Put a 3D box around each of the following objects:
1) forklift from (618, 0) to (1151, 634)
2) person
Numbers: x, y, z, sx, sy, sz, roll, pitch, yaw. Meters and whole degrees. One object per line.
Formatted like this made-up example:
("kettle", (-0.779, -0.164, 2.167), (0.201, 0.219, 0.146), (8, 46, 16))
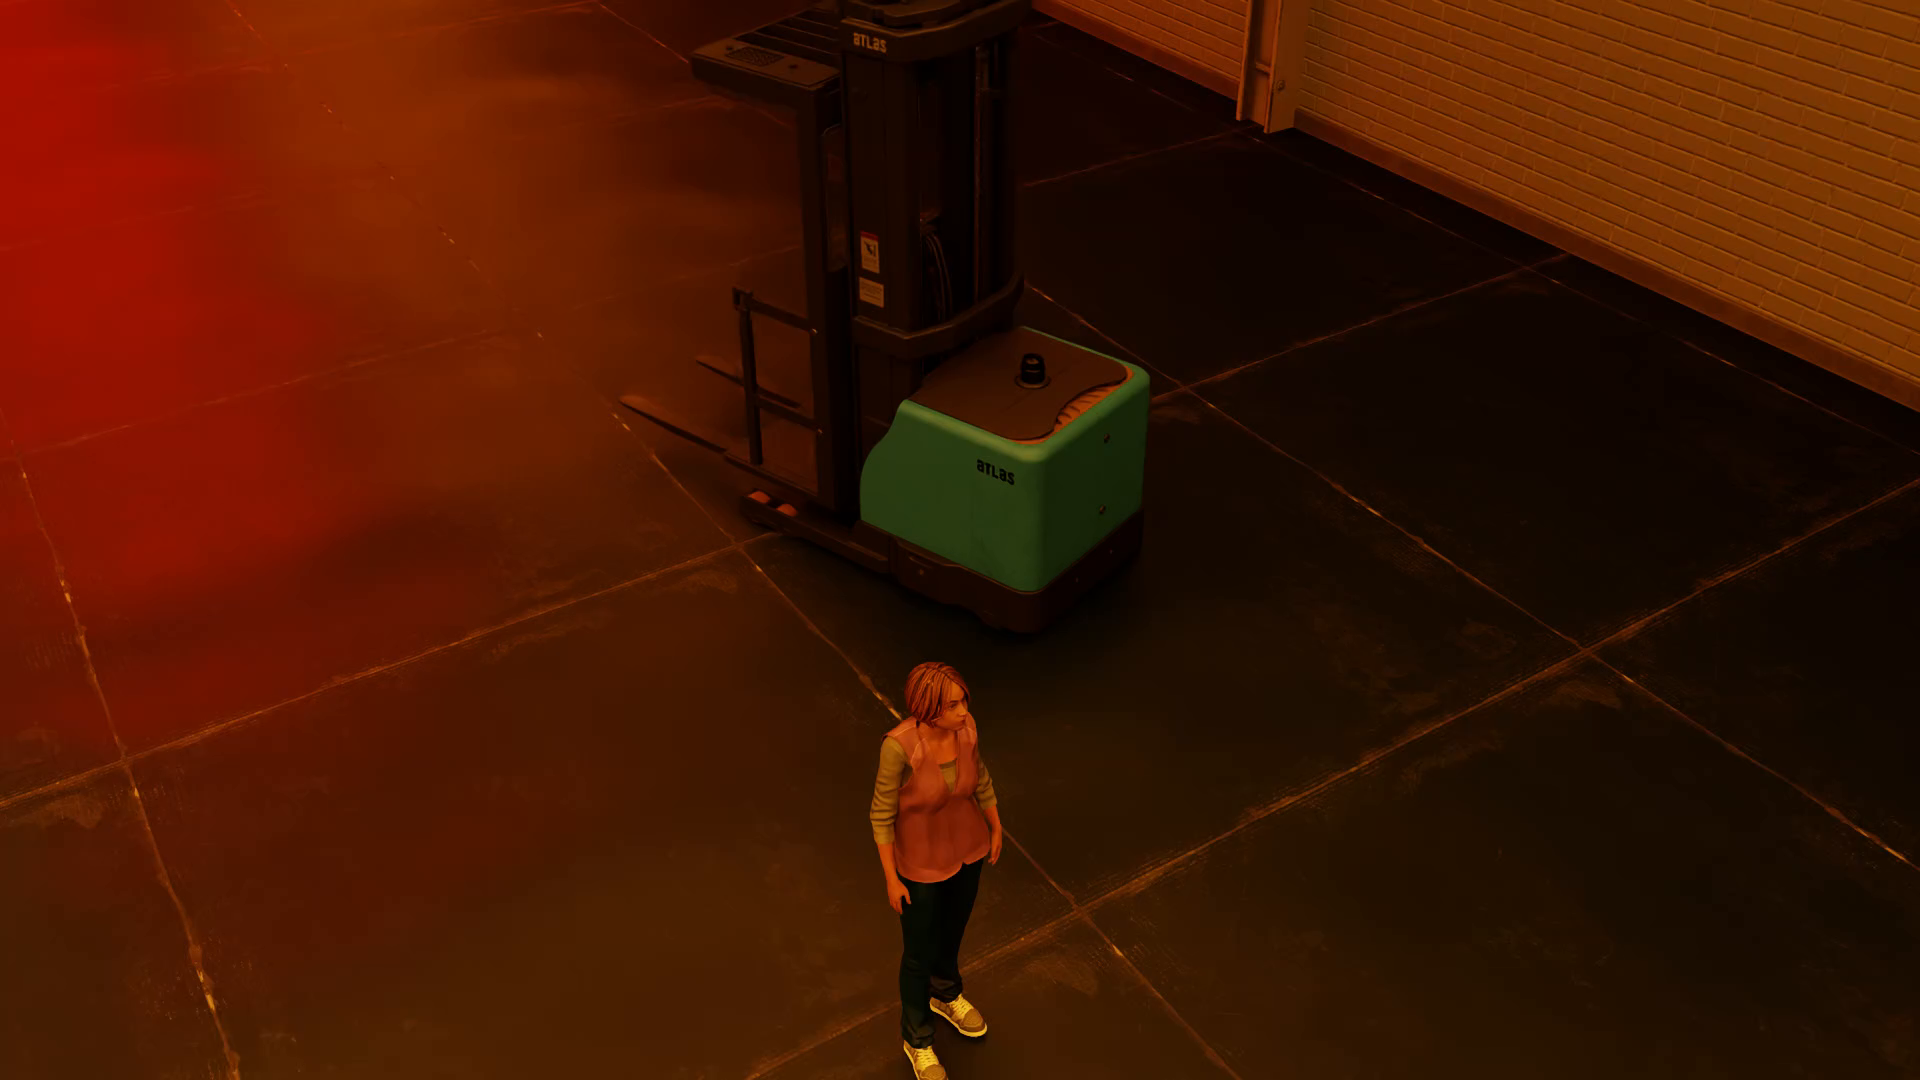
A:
("forklift", (-0.543, -1.438, 8.194), (3.031, 2.935, 1.130), (24, 42, 30))
("person", (-0.034, 1.127, 5.691), (0.521, 1.596, 0.475), (-25, 42, -31))
